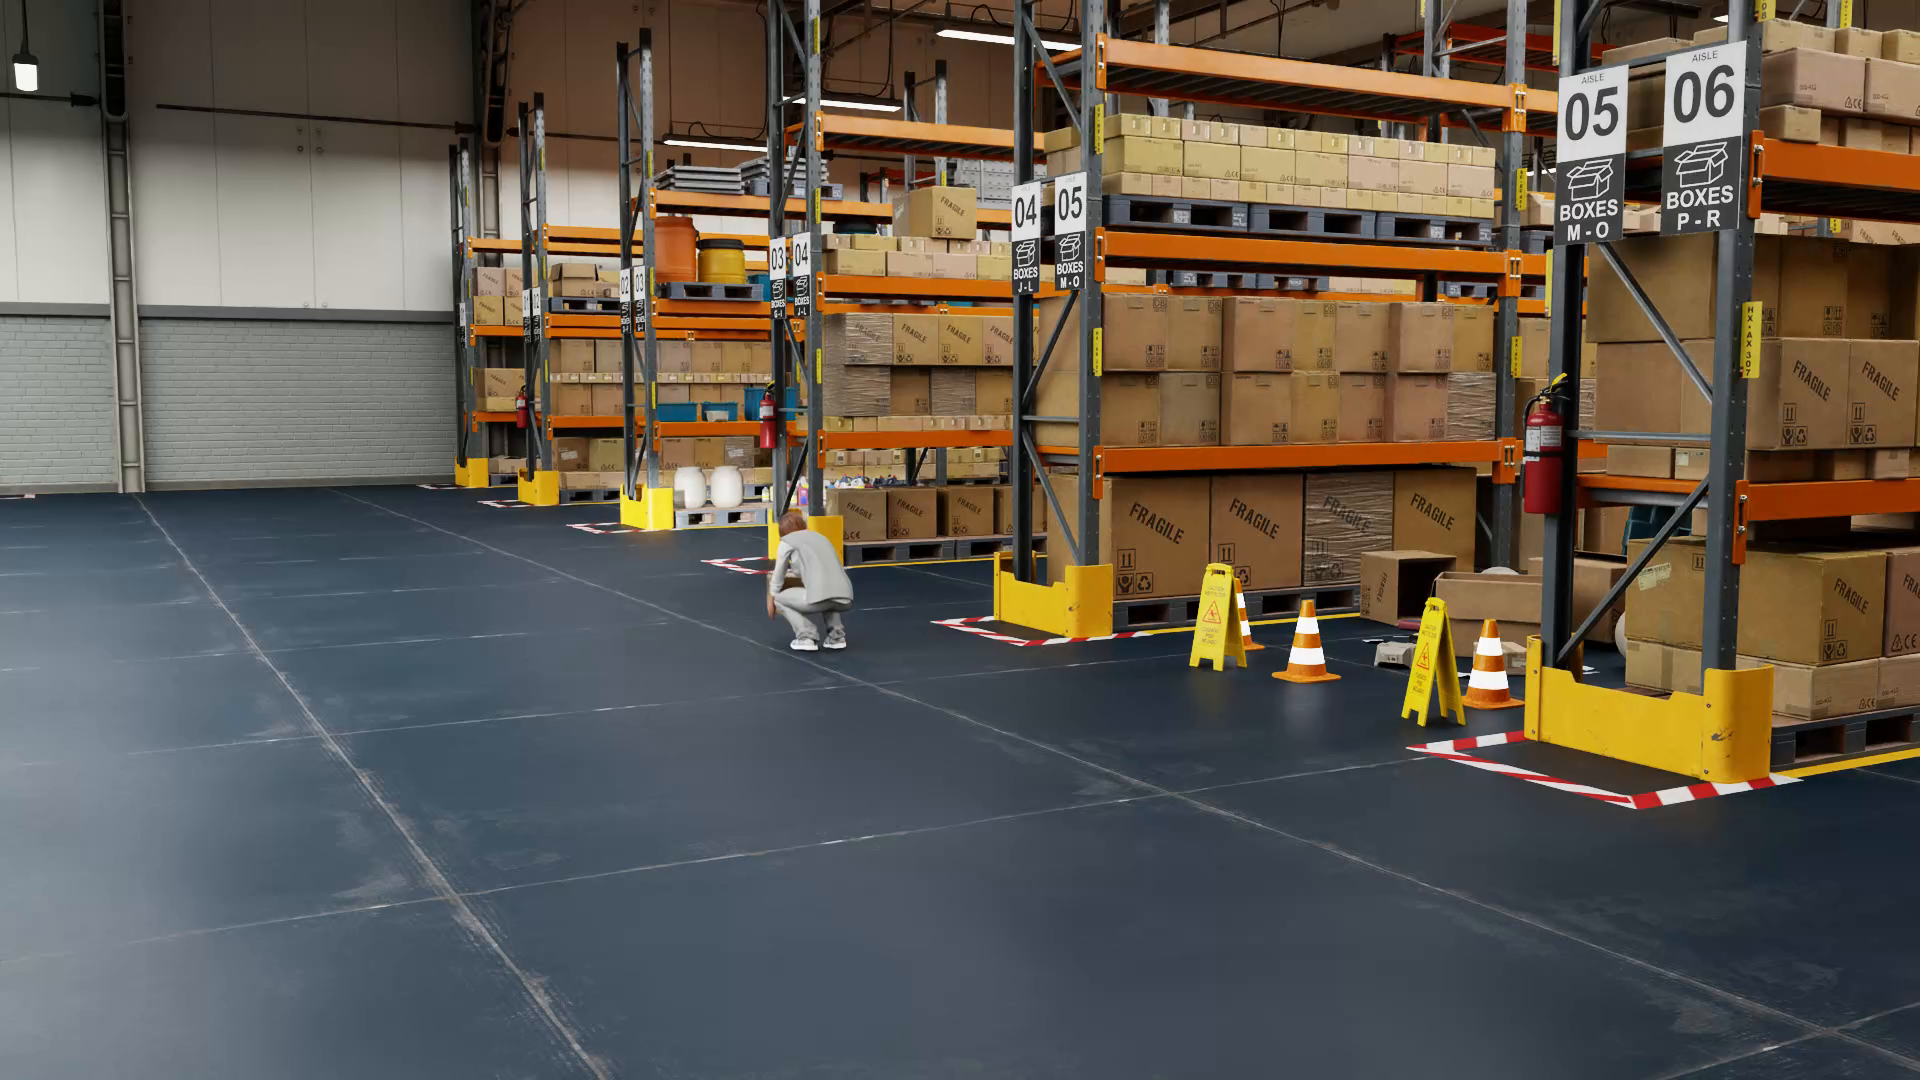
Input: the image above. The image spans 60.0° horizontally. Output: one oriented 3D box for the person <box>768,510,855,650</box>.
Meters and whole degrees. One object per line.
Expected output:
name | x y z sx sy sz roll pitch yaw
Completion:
person | -1.001 0.276 11.117 0.419 0.890 0.831 -3 6 -30
